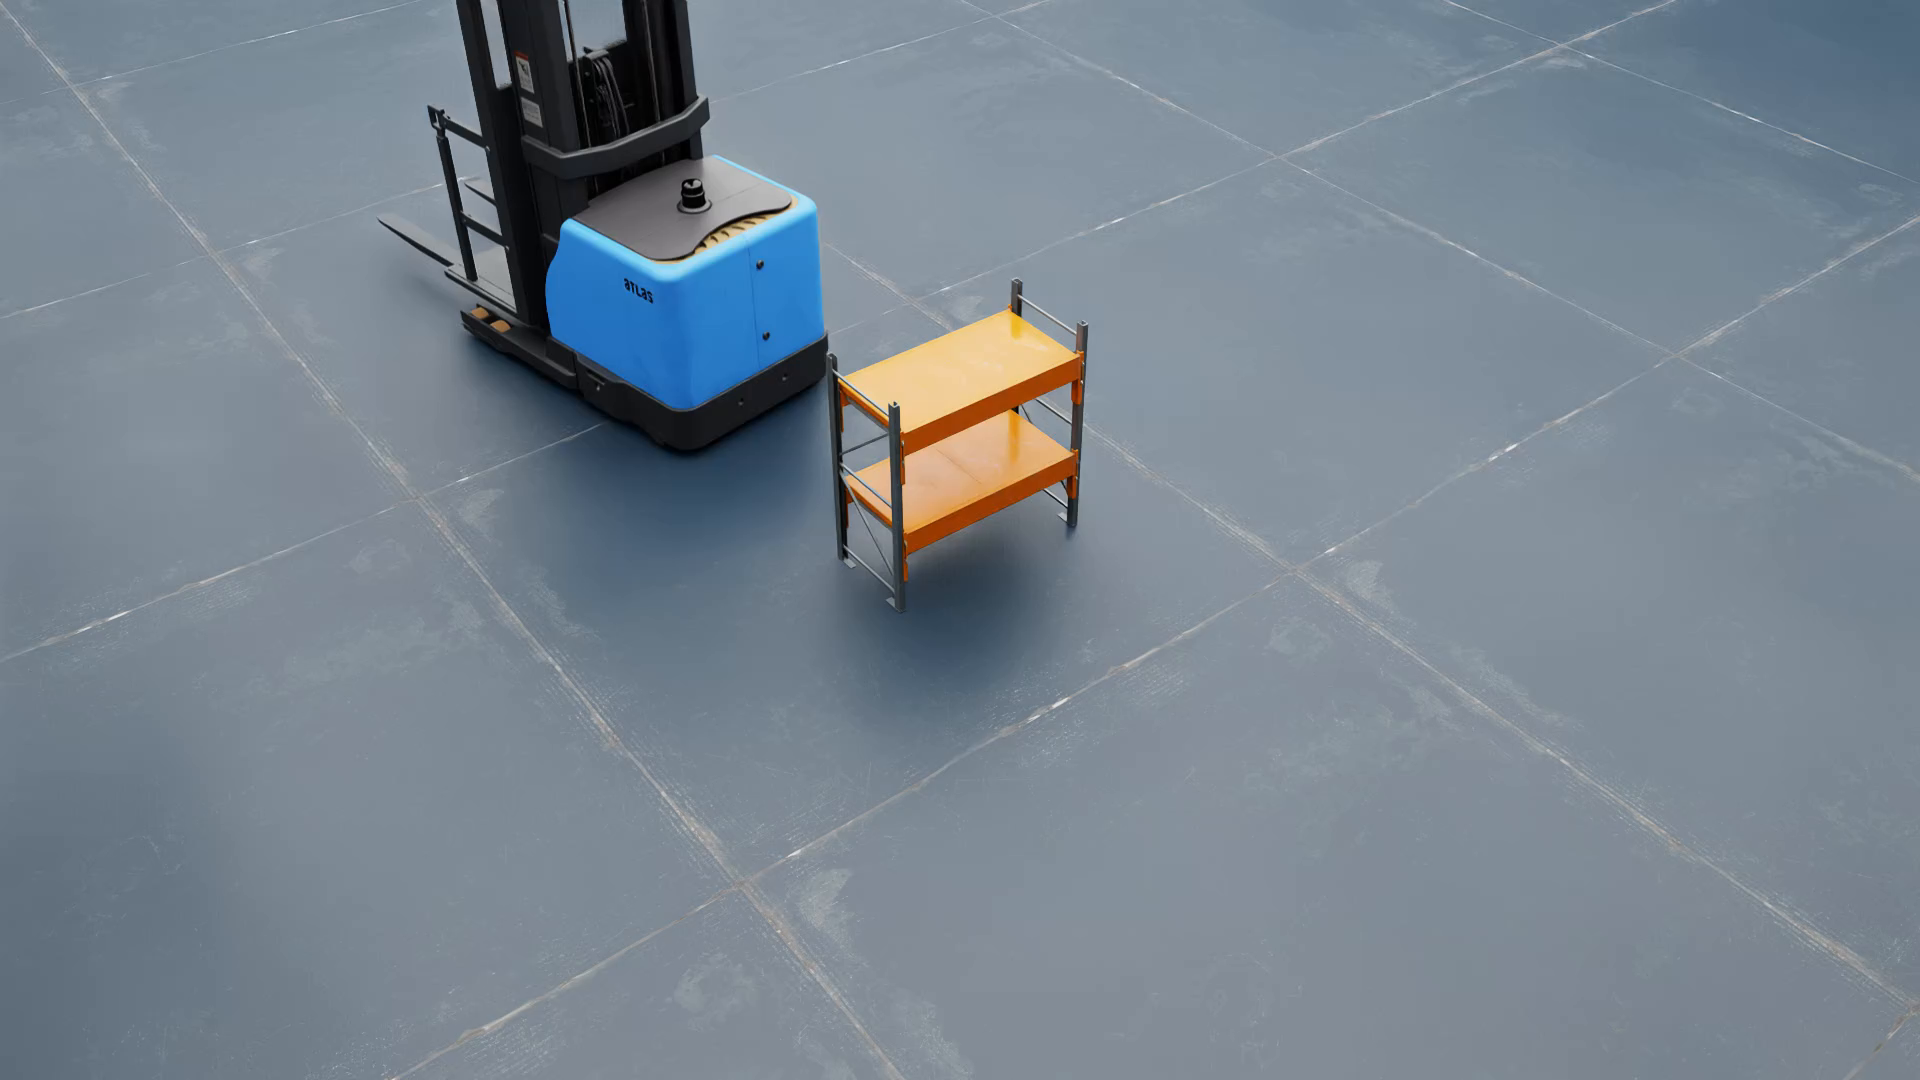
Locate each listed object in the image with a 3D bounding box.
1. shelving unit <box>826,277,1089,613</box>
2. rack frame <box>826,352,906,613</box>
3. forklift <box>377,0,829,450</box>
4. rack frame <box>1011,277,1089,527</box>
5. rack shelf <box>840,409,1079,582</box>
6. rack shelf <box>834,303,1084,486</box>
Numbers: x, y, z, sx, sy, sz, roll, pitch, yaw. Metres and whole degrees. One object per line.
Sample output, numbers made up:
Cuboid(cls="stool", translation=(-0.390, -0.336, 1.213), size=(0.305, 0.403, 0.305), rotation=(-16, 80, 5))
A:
Cuboid(cls="shelving unit", translation=(-0.005, -0.432, 7.524), size=(1.048, 1.125, 0.538), rotation=(-26, 46, -28))
Cuboid(cls="rack frame", translation=(-0.408, -0.236, 7.284), size=(0.032, 1.125, 0.500), rotation=(-26, 46, -28))
Cuboid(cls="forklift", translation=(-2.123, -2.391, 8.487), size=(3.031, 2.935, 1.130), rotation=(30, 48, 31))
Cuboid(cls="rack frame", translation=(0.398, -0.629, 7.763), size=(0.032, 1.125, 0.500), rotation=(-26, 46, -28))
Cuboid(cls="rack shelf", translation=(-0.005, -0.243, 7.679), size=(1.000, 0.278, 0.538), rotation=(-26, 46, -28))
Cuboid(cls="rack shelf", translation=(-0.005, -0.659, 7.338), size=(1.000, 0.278, 0.538), rotation=(-26, 46, -28))
